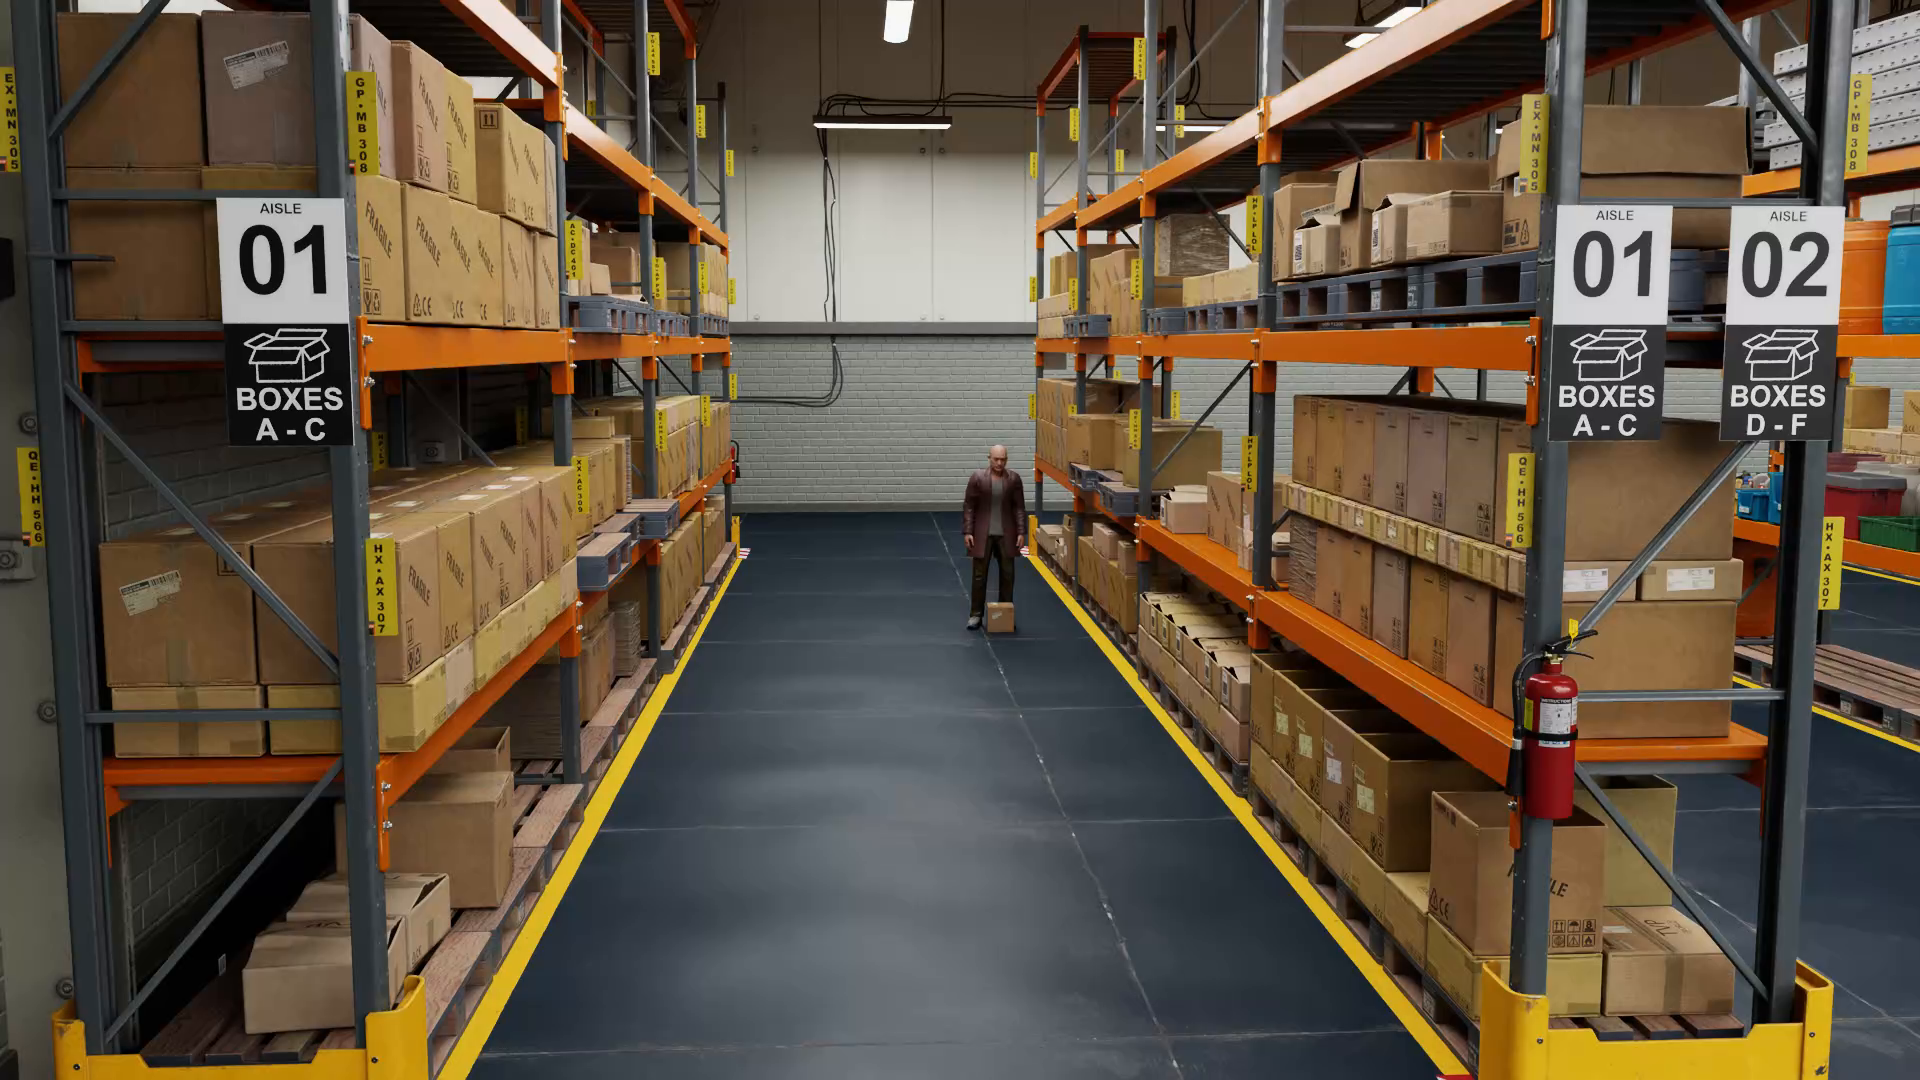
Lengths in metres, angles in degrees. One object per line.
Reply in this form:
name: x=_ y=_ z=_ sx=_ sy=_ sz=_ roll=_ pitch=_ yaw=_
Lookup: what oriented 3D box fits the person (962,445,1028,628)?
person: x=0.337 y=-0.041 z=16.155 sx=0.647 sy=1.773 sz=0.430 roll=-1 pitch=7 yaw=-7
